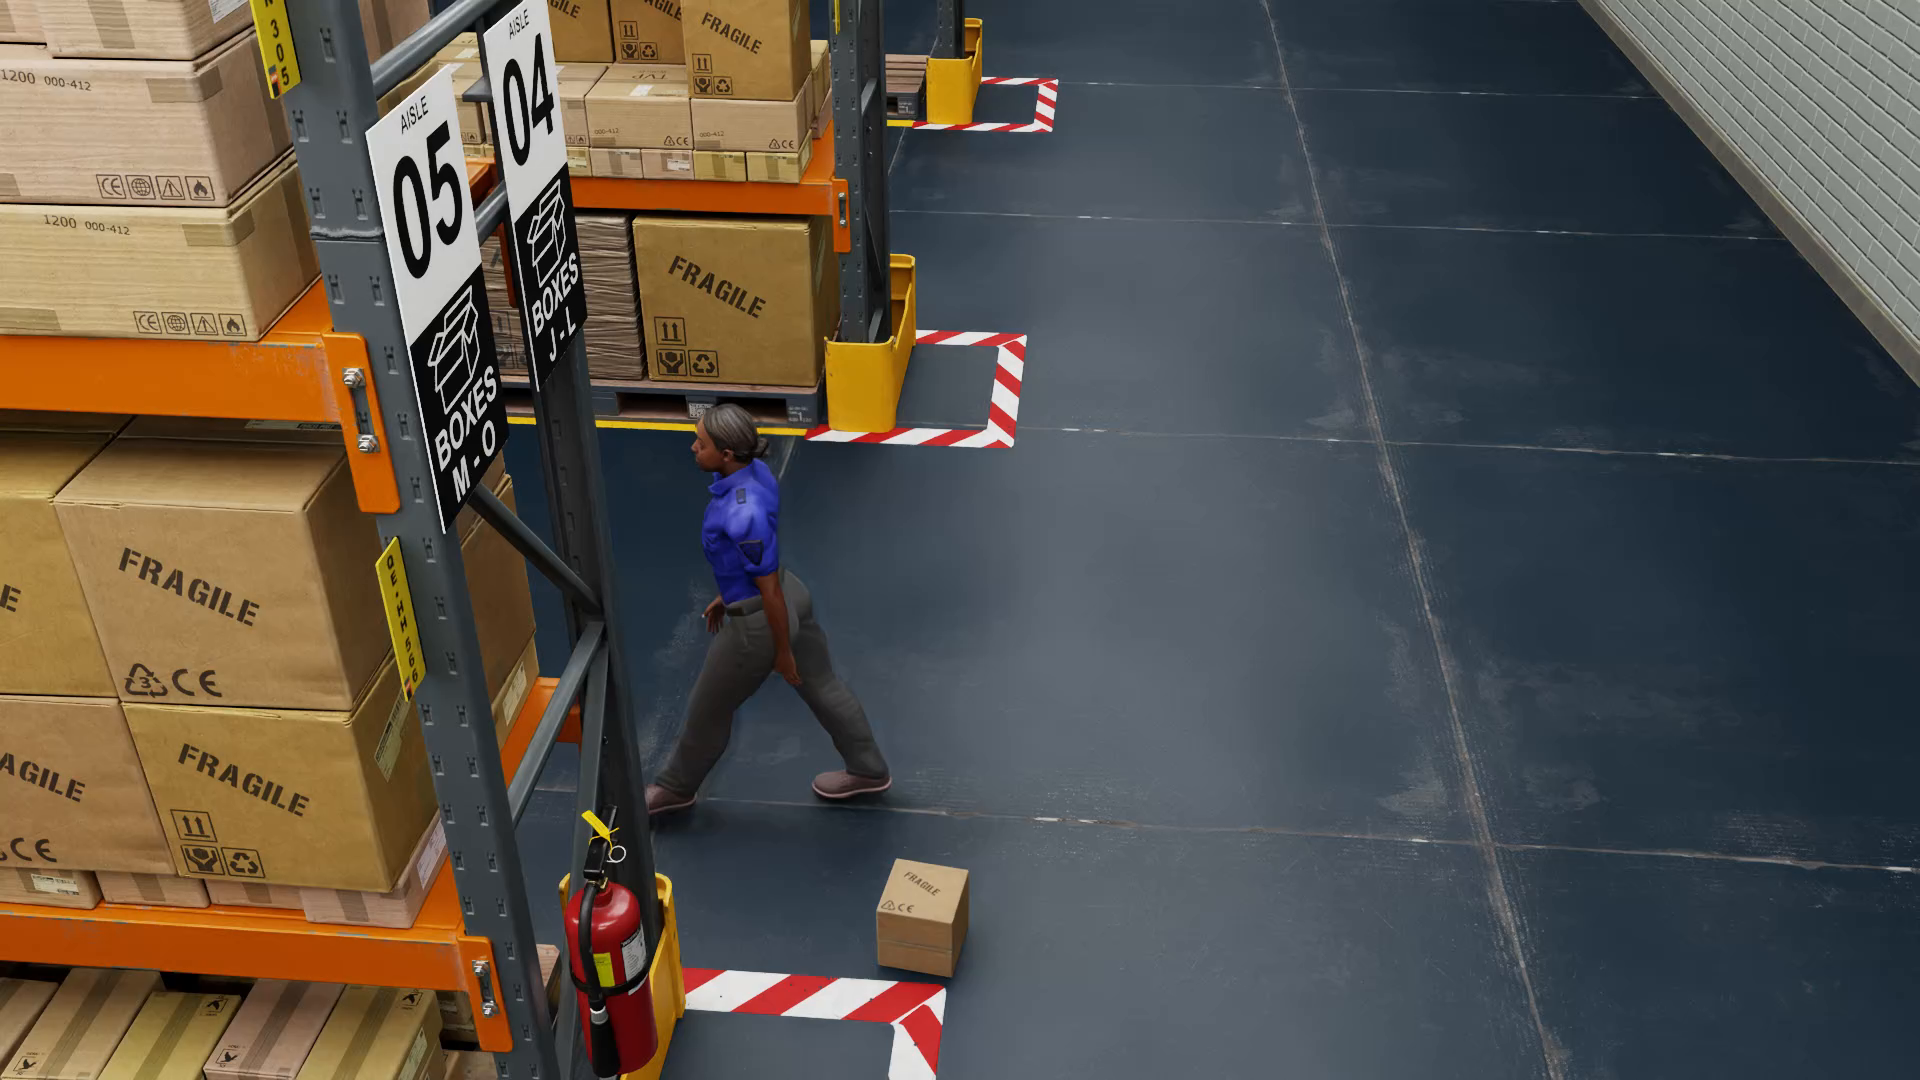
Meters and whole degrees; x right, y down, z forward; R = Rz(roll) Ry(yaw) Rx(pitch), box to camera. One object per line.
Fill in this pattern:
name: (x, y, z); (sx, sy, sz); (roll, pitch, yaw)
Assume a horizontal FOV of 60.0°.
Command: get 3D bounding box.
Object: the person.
person: (-0.747, 0.248, 5.734); (0.991, 1.589, 0.444); (3, 32, 4)
